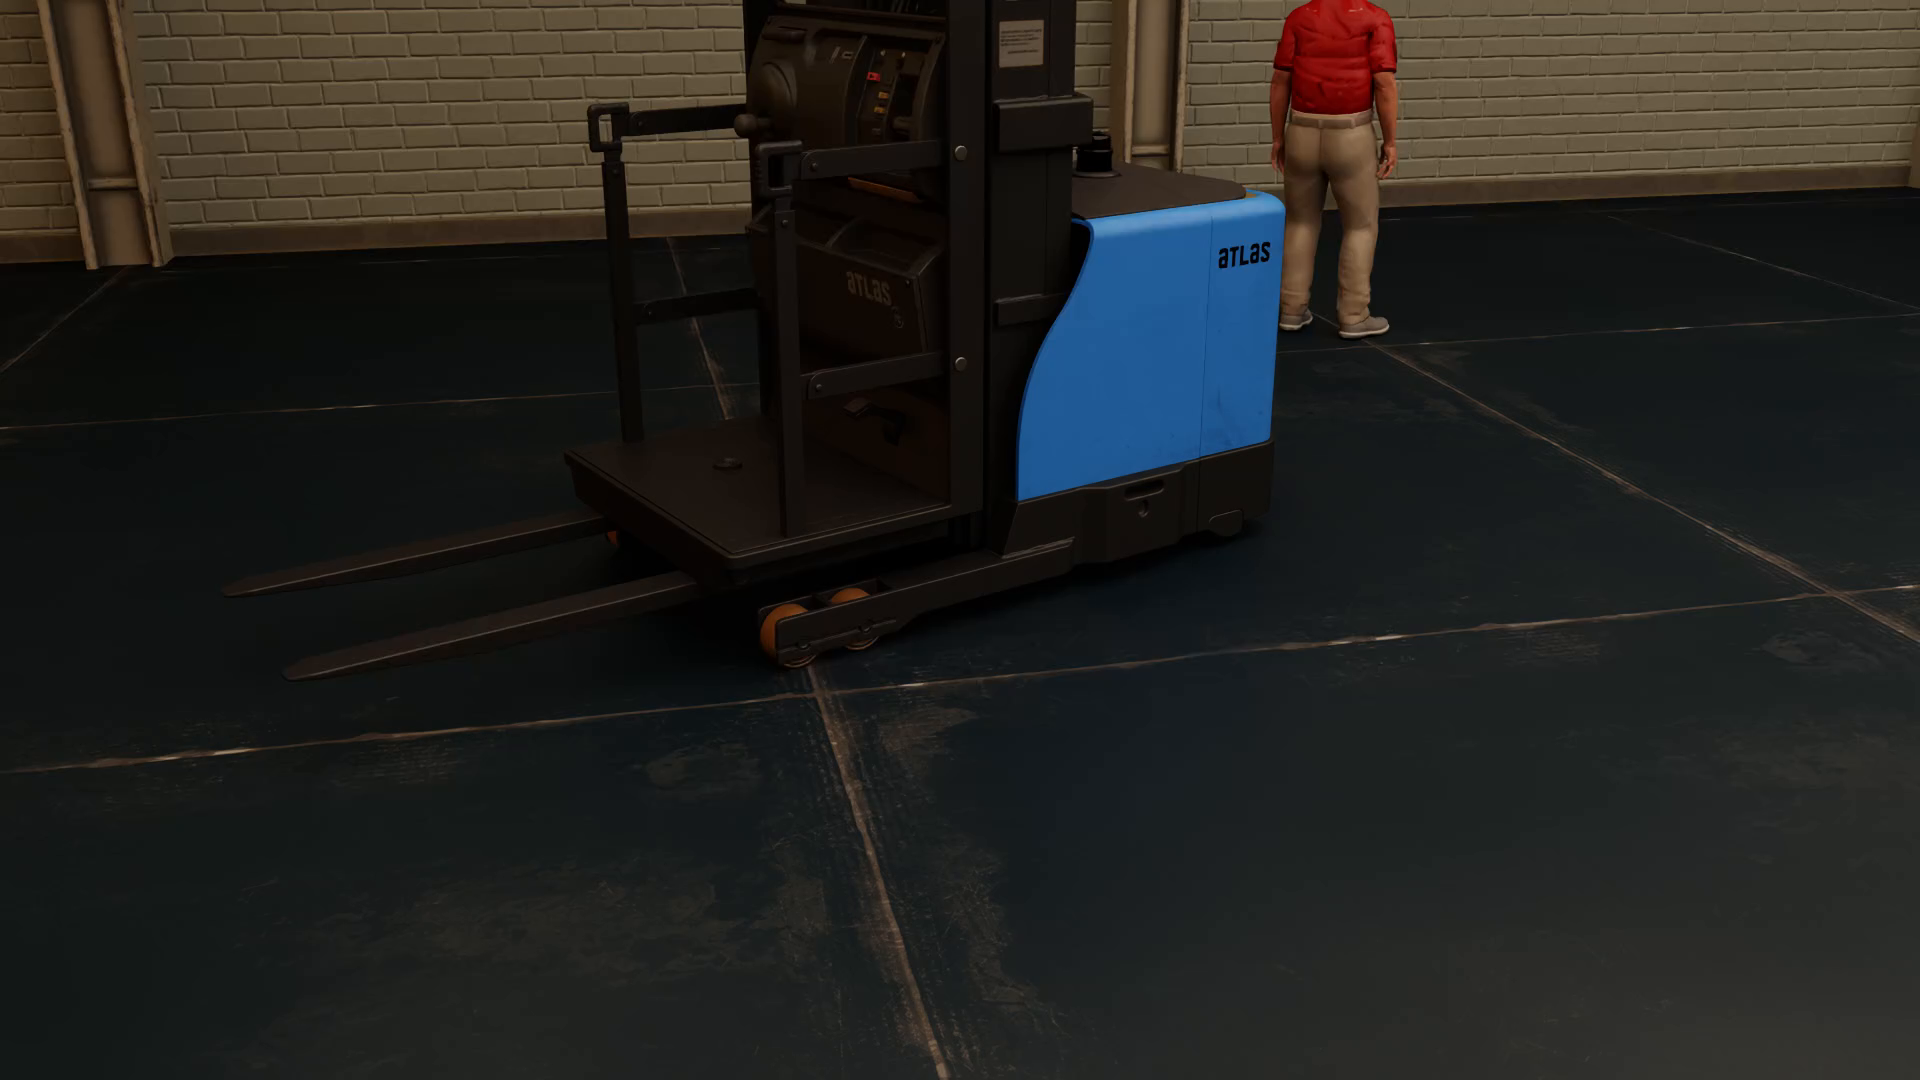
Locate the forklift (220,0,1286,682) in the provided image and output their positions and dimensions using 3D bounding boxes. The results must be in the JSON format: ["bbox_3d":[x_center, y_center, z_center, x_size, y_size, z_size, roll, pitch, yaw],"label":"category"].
[{"bbox_3d":[-0.499,-1.245,4.450,3.031,2.935,1.130,-14,25,-32],"label":"forklift"}]

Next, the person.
[{"bbox_3d":[1.706,-1.803,7.594,0.600,1.726,0.399,12,24,28],"label":"person"}]
